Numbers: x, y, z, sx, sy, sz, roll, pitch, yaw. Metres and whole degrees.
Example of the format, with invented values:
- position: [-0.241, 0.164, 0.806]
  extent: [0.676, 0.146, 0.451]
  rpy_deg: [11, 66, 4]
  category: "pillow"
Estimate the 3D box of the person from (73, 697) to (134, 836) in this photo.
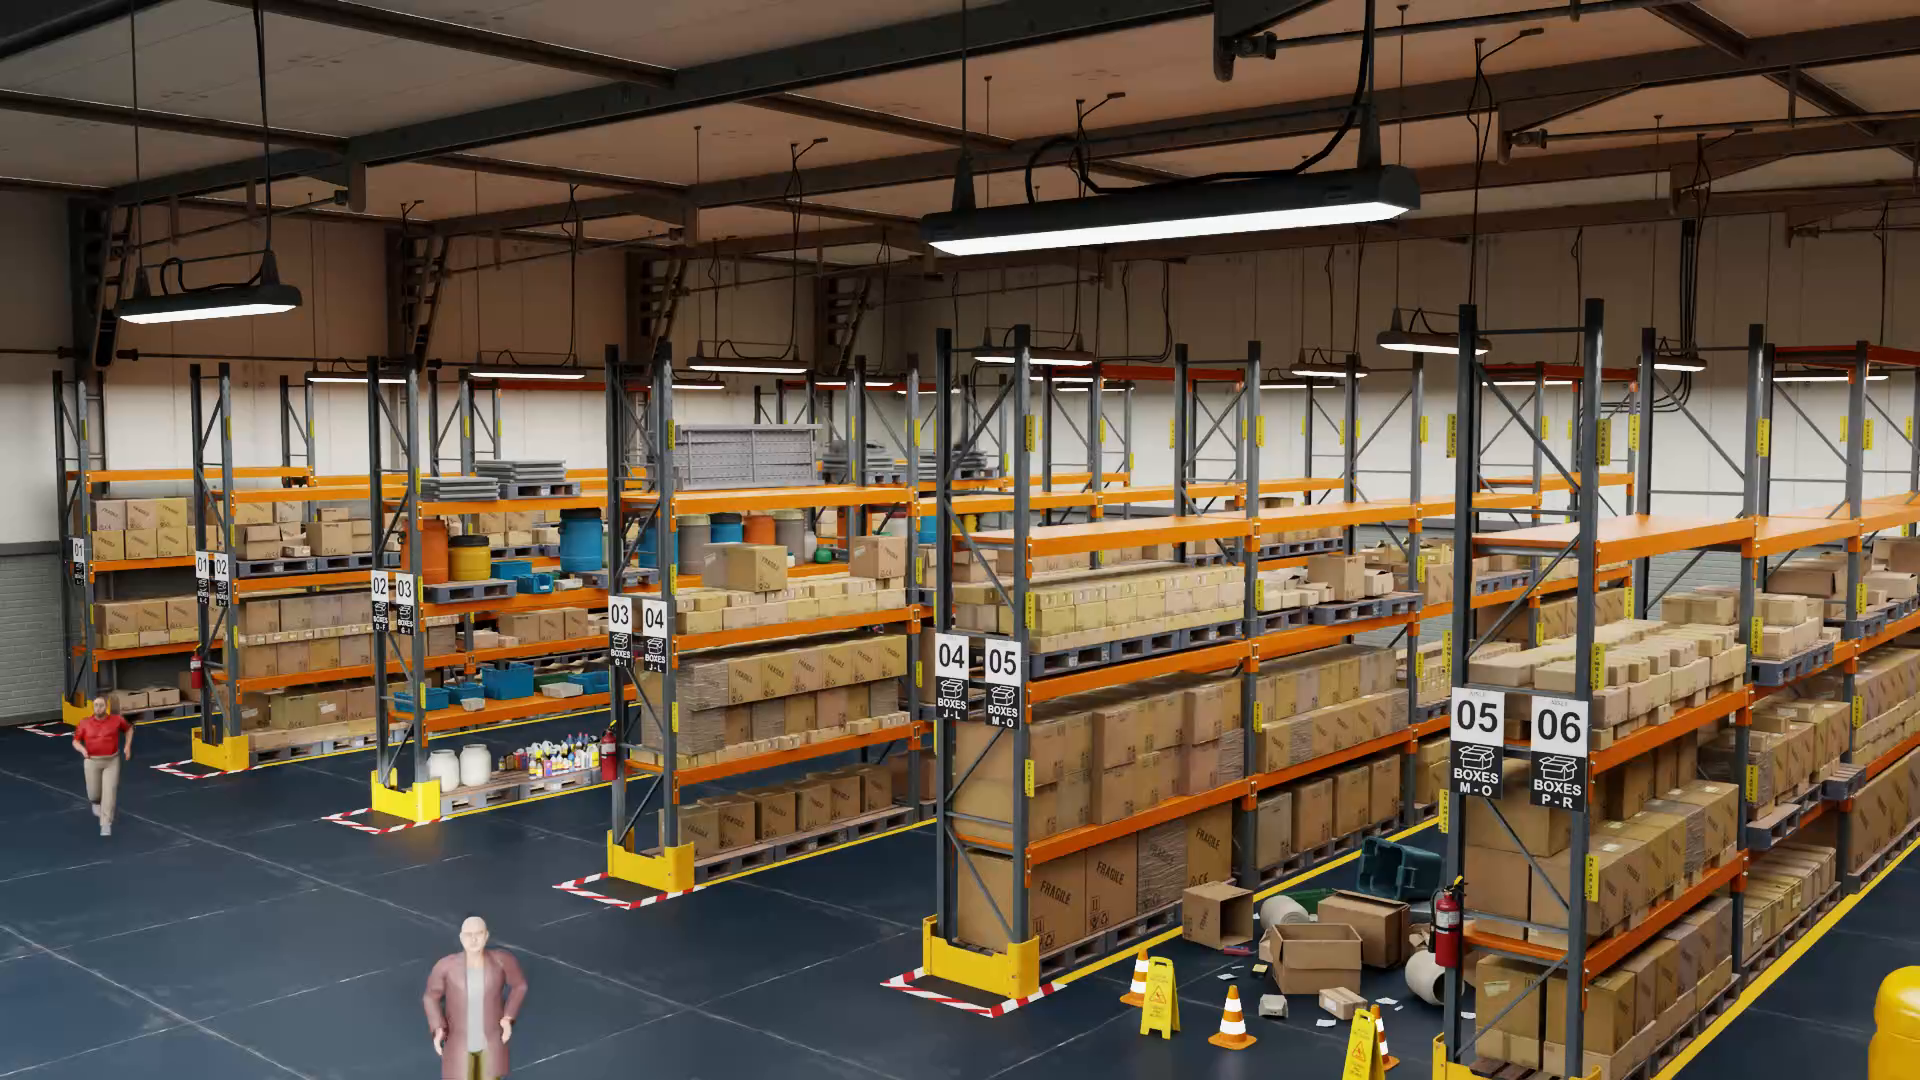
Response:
- position: [-10.746, 2.808, 20.842]
  extent: [0.658, 1.688, 1.006]
  rpy_deg: [-2, 5, -24]
  category: "person"

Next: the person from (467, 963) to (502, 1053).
- position: [-3.353, 3.600, 11.552]
  extent: [0.620, 1.482, 0.756]
  rpy_deg: [-1, 4, -17]
  category: "person"
